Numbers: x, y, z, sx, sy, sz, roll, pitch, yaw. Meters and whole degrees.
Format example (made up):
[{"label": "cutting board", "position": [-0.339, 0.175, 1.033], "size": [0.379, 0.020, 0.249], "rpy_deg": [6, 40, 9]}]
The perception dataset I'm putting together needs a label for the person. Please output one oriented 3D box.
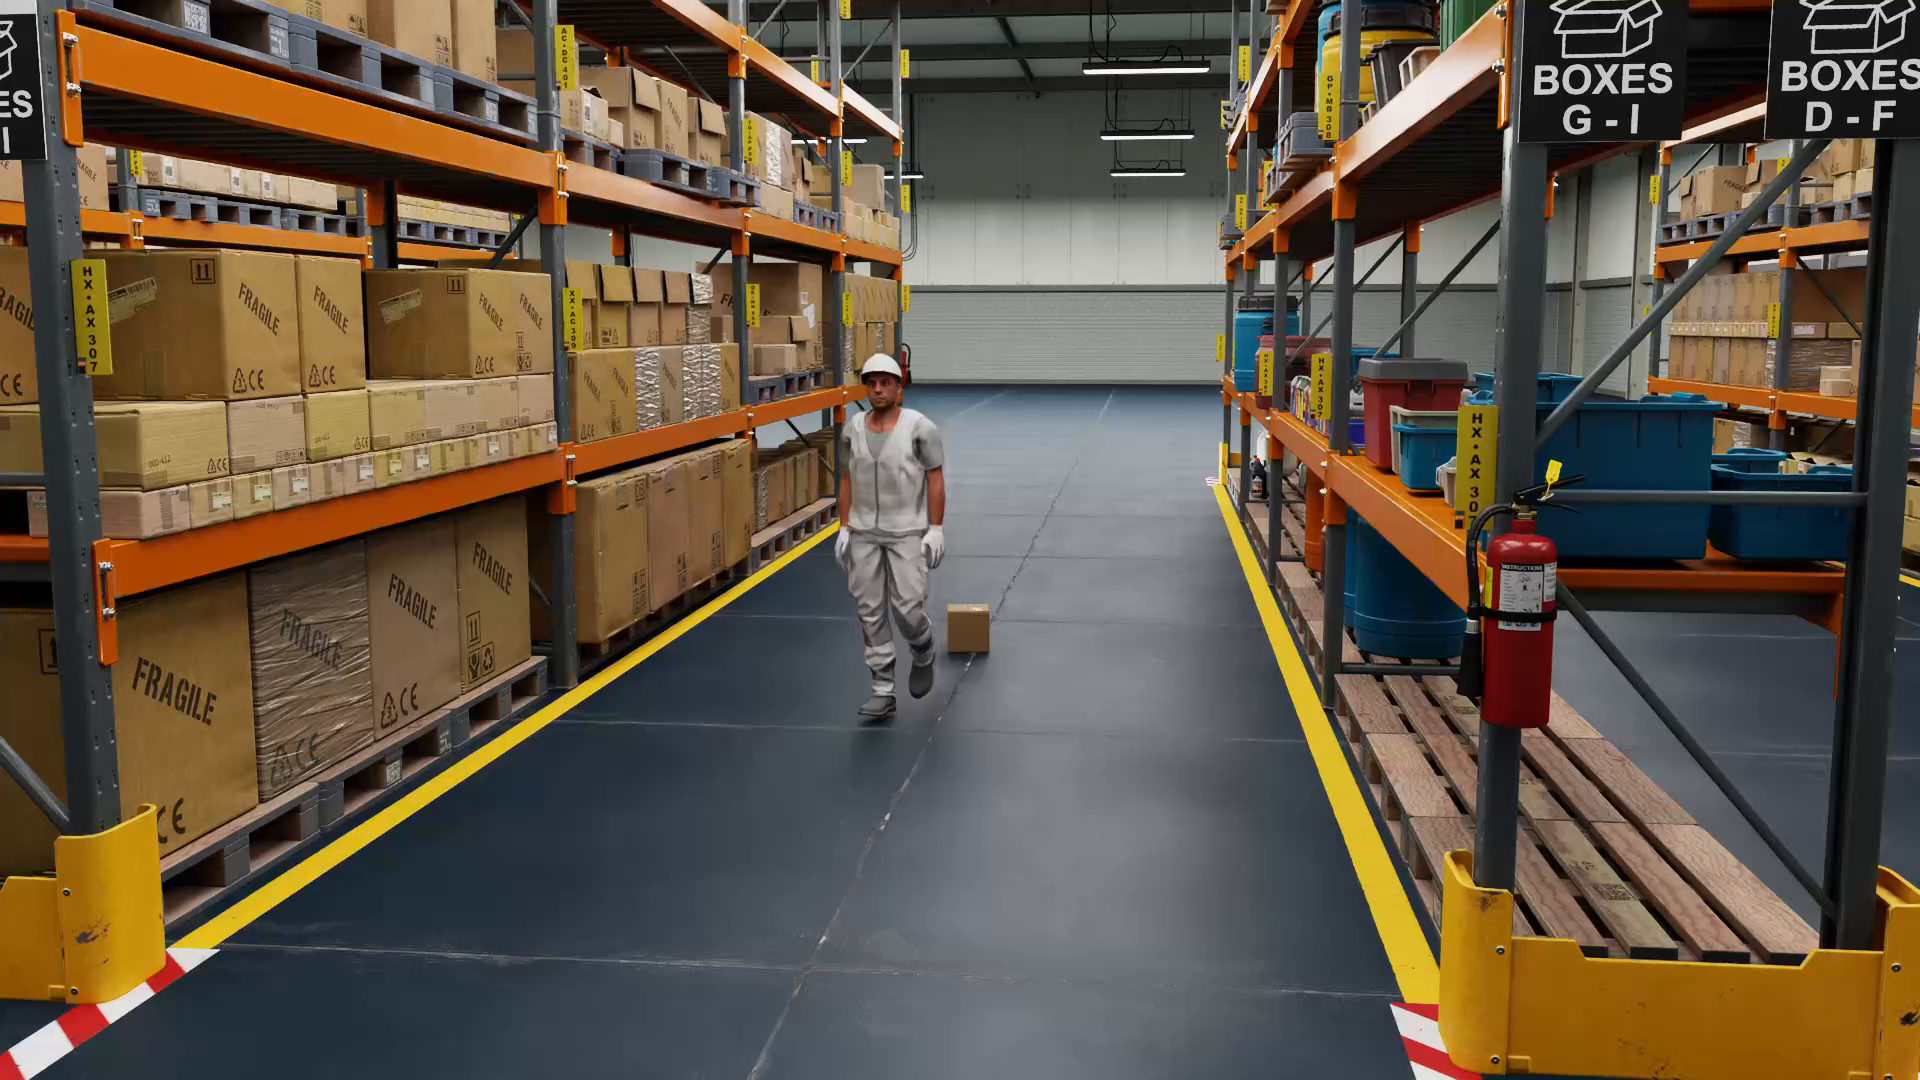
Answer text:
[{"label": "person", "position": [-0.330, -0.032, 8.247], "size": [0.546, 1.781, 0.569], "rpy_deg": [2, 8, 18]}]
